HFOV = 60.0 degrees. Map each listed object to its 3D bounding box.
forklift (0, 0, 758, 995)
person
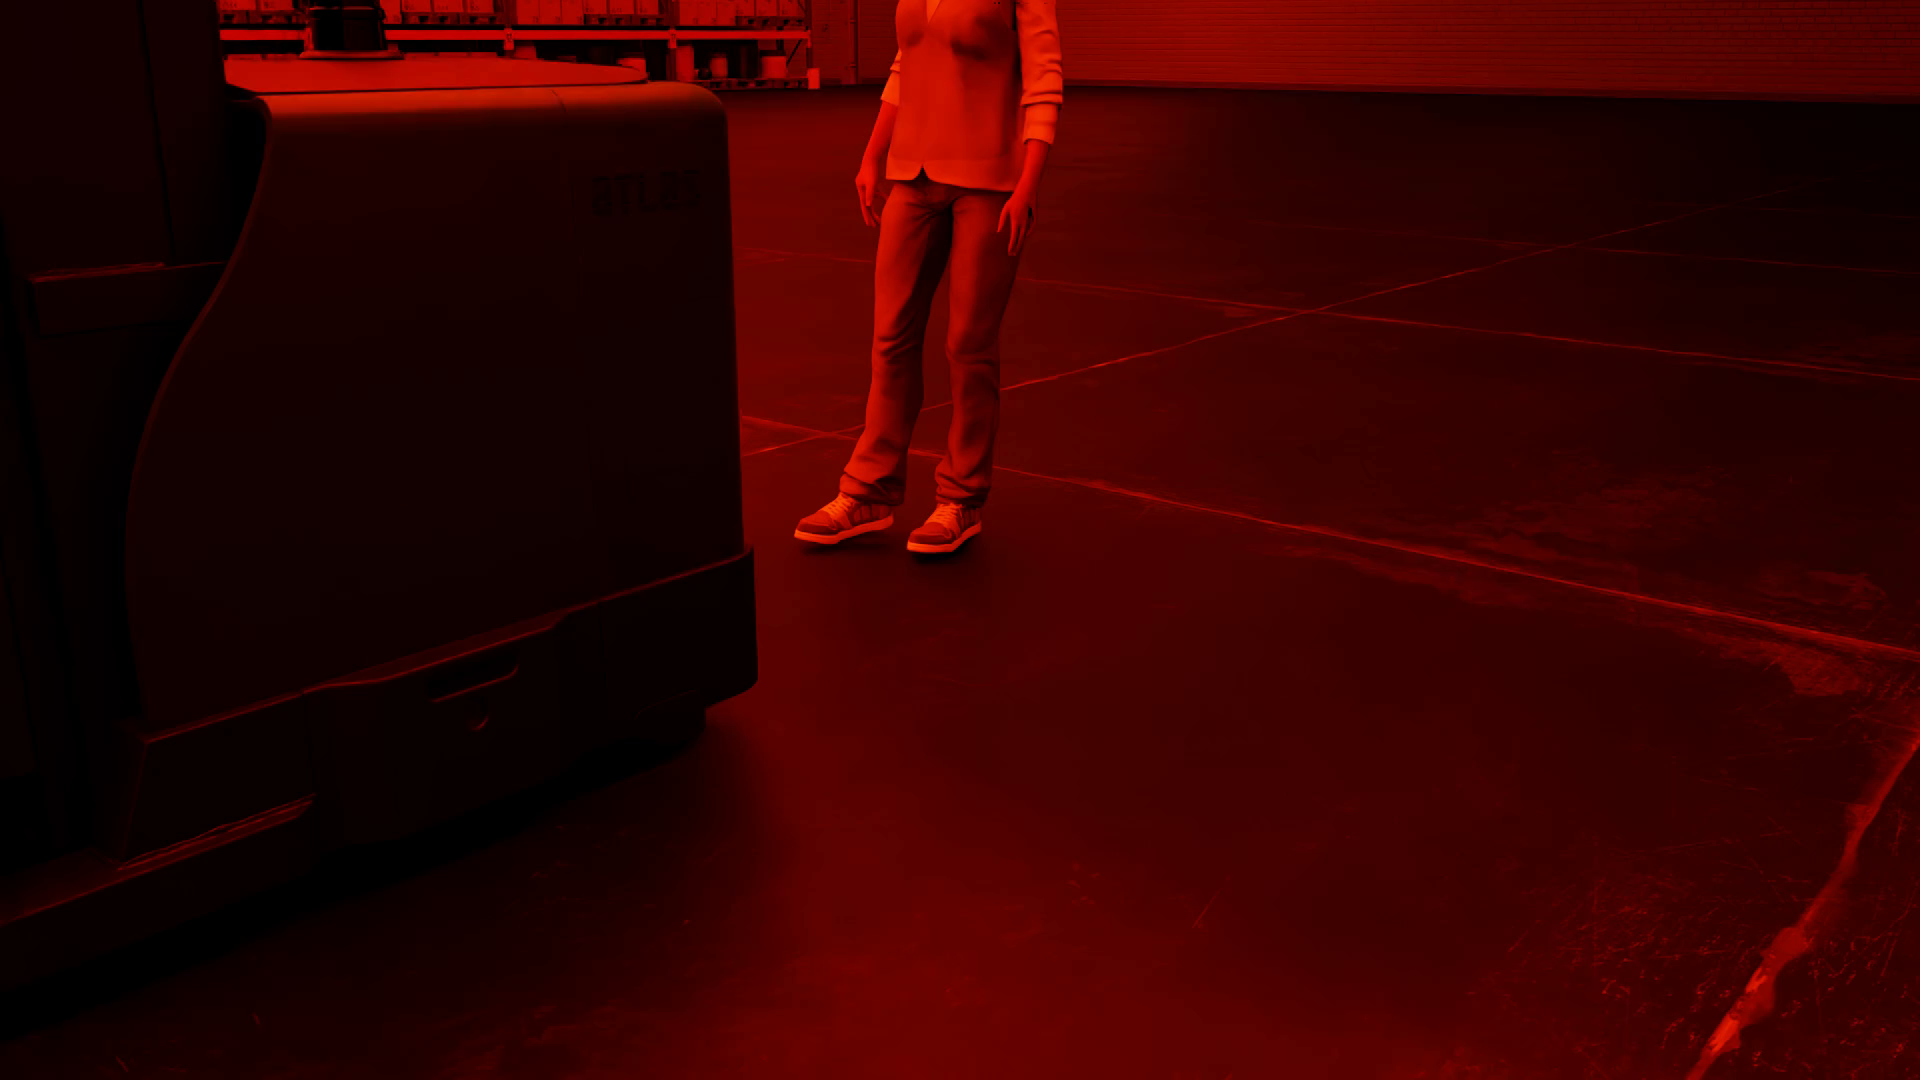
[{"bbox_3d":[-1.690,-0.858,1.722,1.130,2.935,3.031,14,22,38],"label":"forklift"},{"bbox_3d":[-0.058,-0.757,3.661,0.521,1.599,0.473,13,21,37],"label":"person"}]
